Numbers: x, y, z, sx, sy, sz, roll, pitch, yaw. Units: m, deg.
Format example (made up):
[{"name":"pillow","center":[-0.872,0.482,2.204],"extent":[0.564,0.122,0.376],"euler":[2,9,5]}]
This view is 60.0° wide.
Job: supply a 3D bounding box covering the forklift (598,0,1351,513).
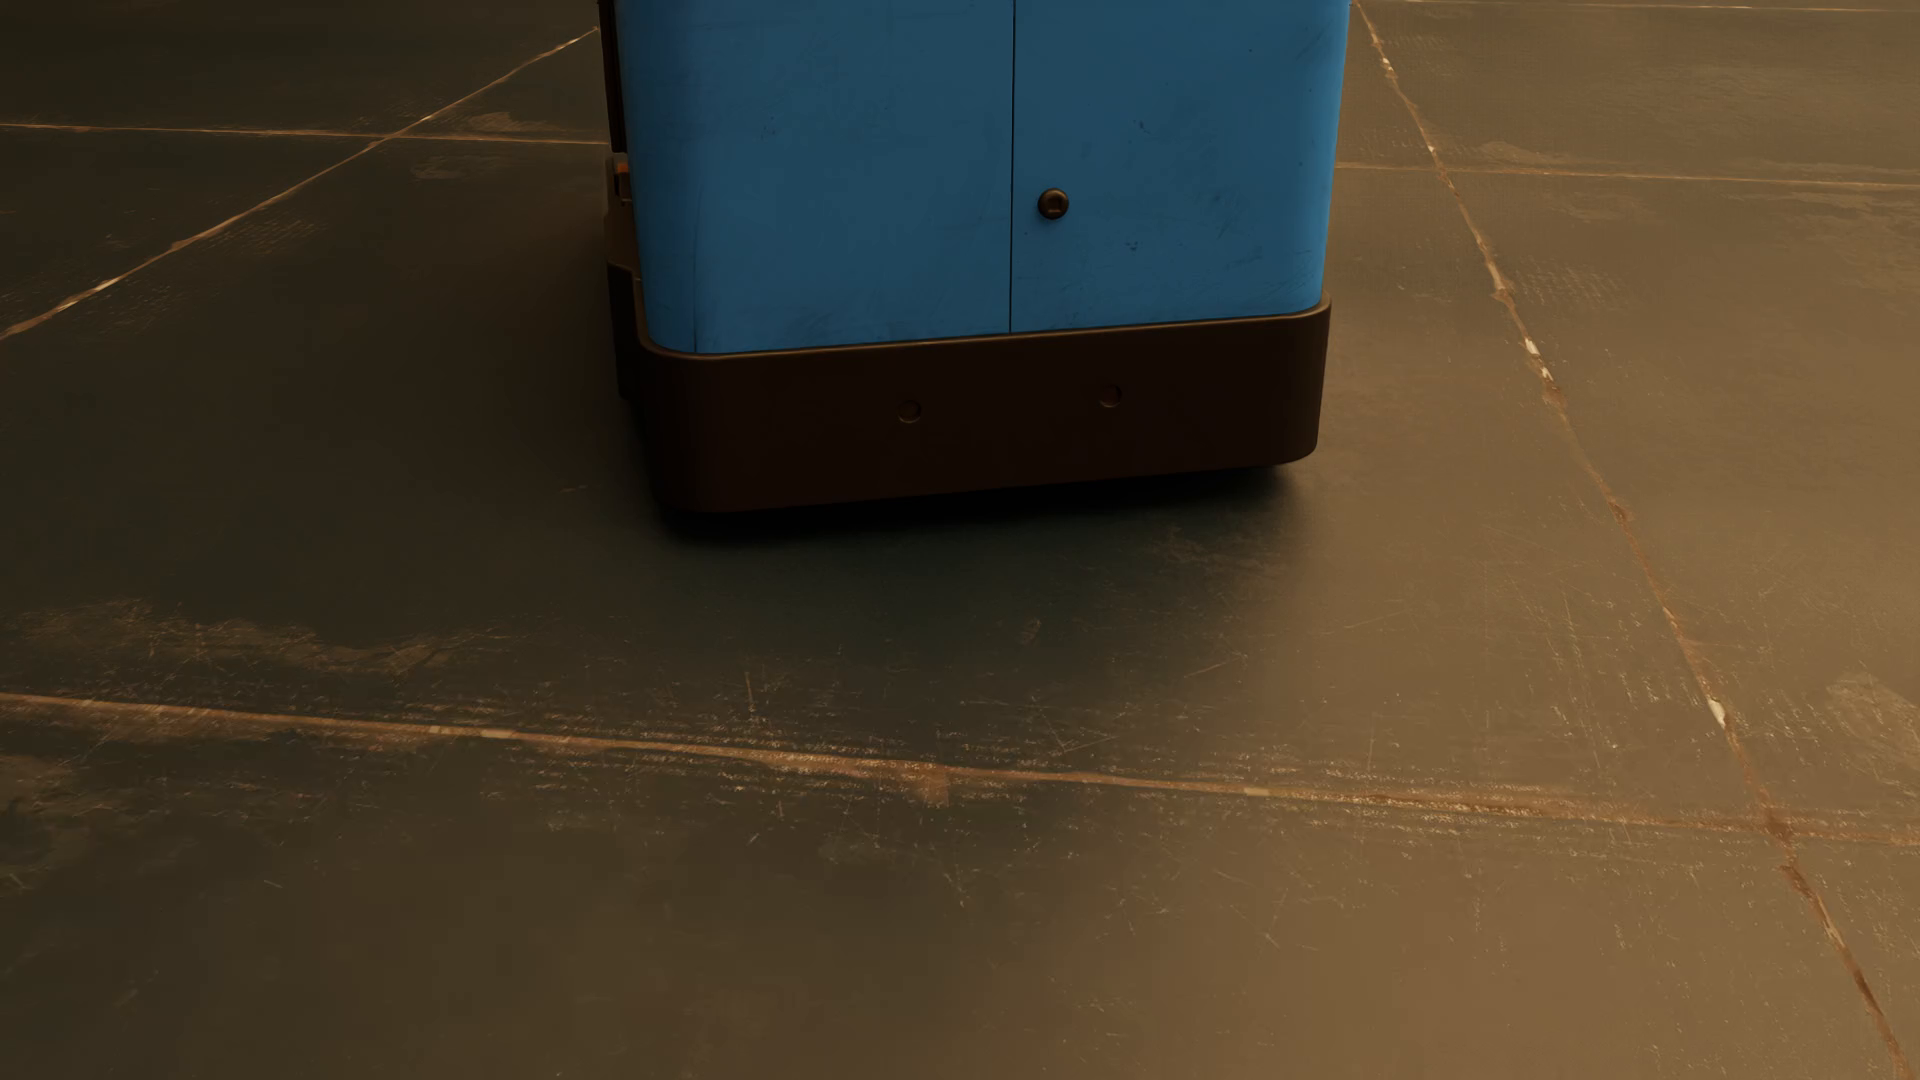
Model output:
[{"name":"forklift","center":[-0.232,-1.986,3.198],"extent":[1.130,2.935,3.031],"euler":[-5,27,-10]}]
